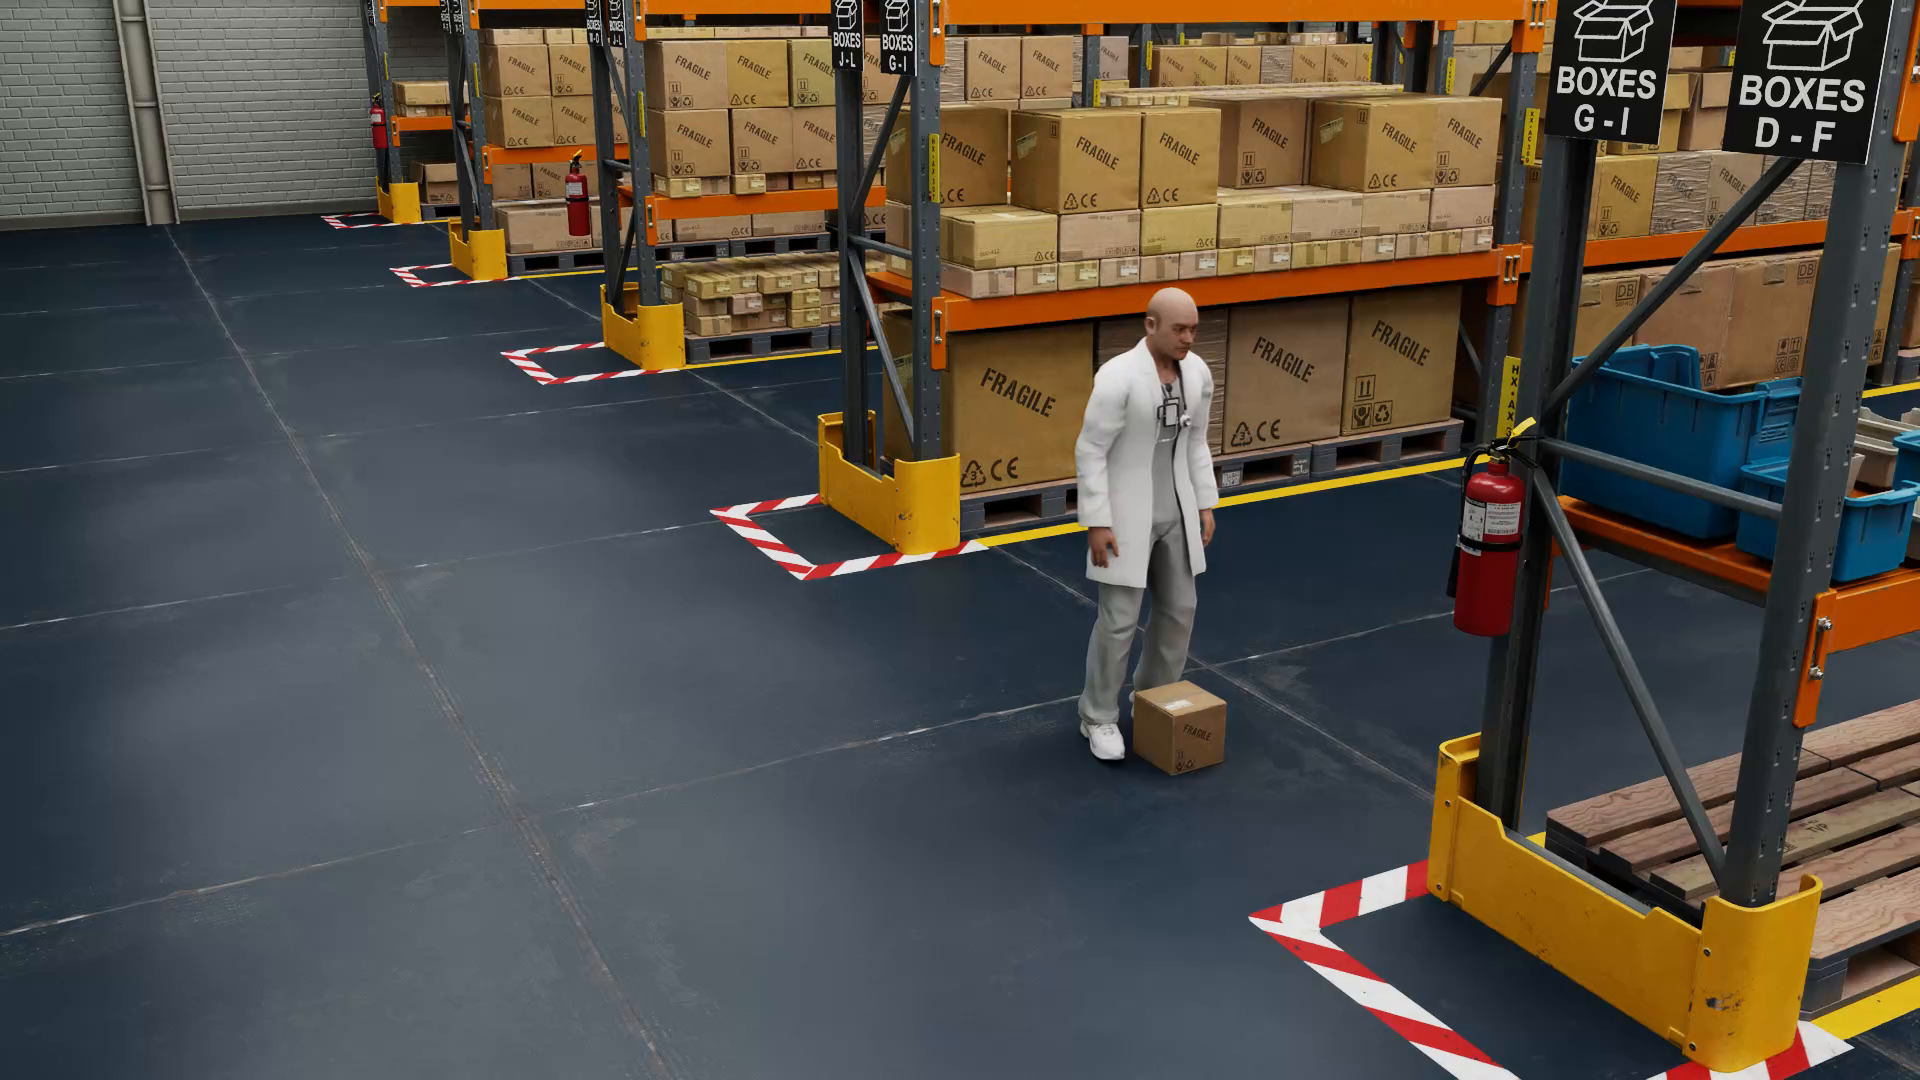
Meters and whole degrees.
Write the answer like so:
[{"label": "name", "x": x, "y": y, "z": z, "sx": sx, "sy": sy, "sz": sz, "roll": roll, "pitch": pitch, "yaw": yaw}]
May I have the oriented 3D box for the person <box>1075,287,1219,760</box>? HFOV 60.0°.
[{"label": "person", "x": 0.723, "y": -0.079, "z": 6.324, "sx": 0.647, "sy": 1.772, "sz": 0.429, "roll": -11, "pitch": 21, "yaw": -30}]
